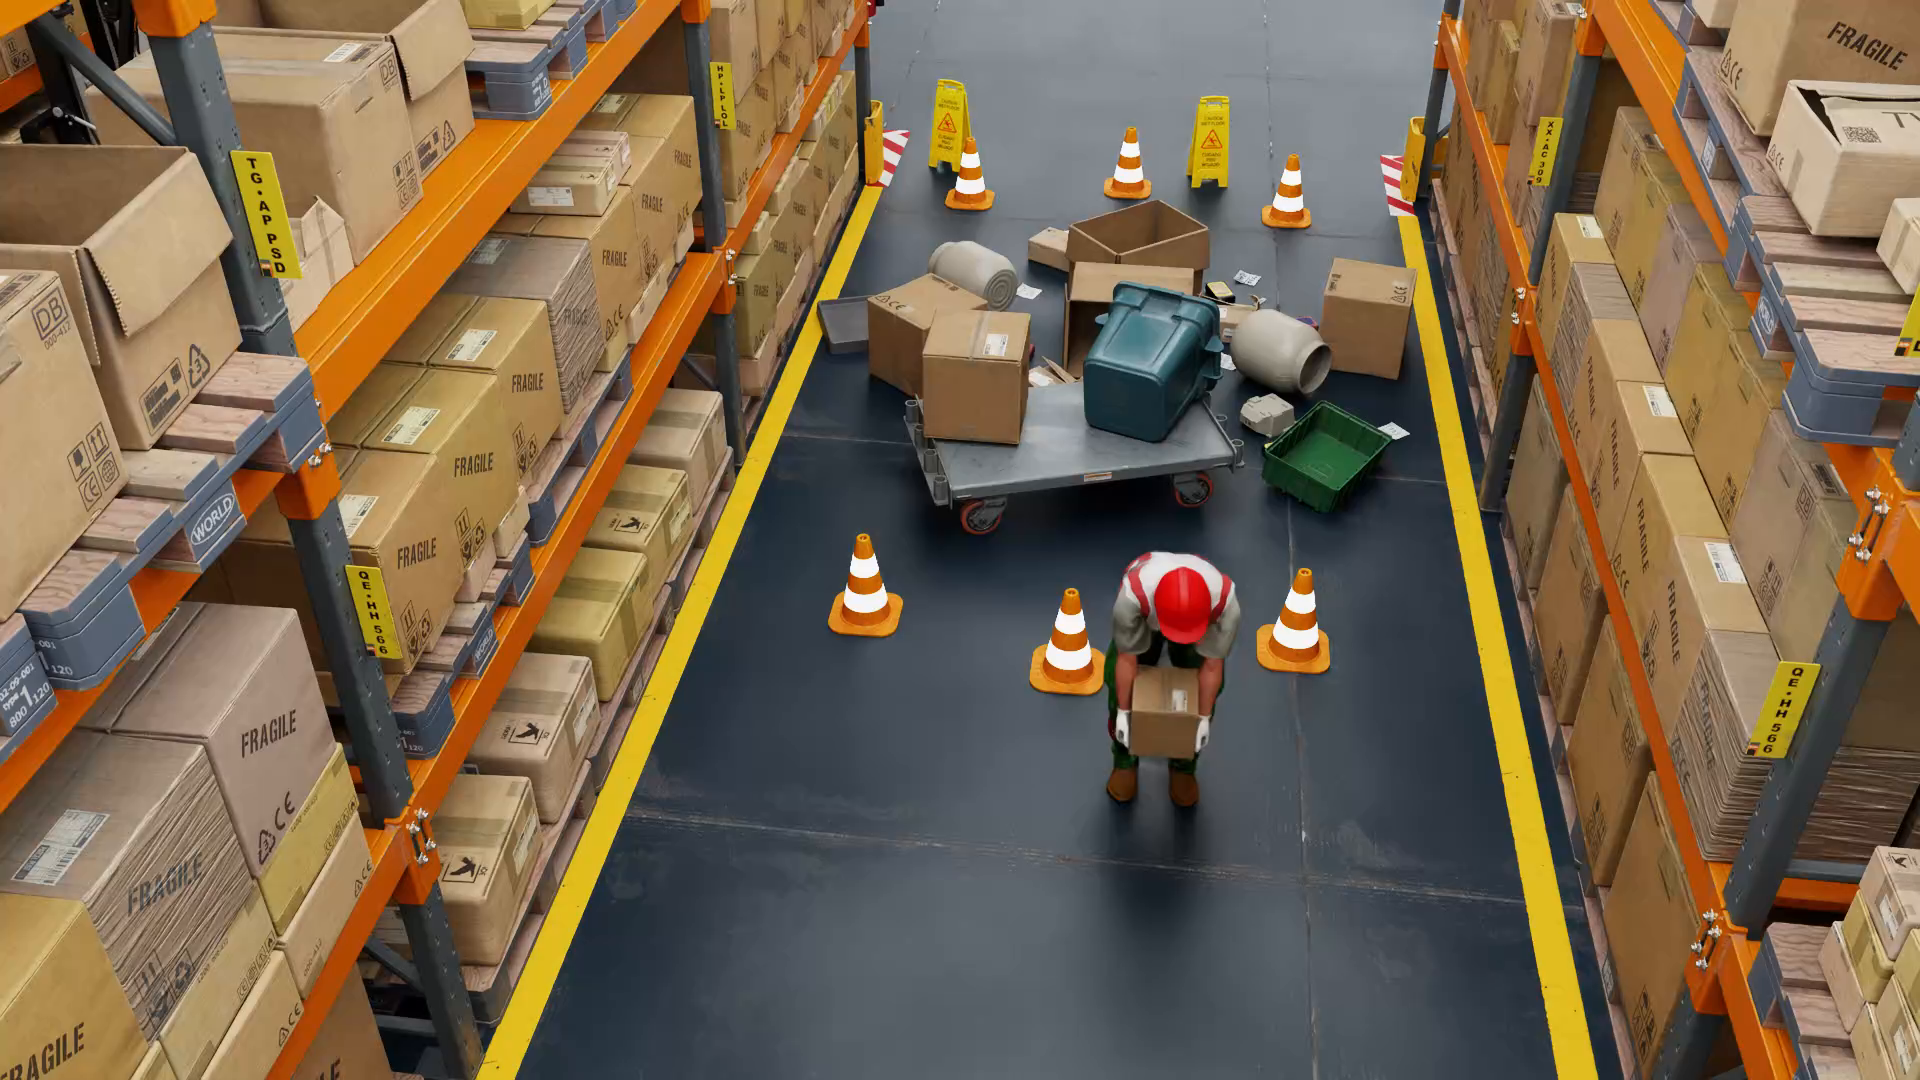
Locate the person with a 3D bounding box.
[{"bbox_3d":[0.811,0.543,6.530,0.492,1.478,0.851,3,36,5],"label":"person"}]
